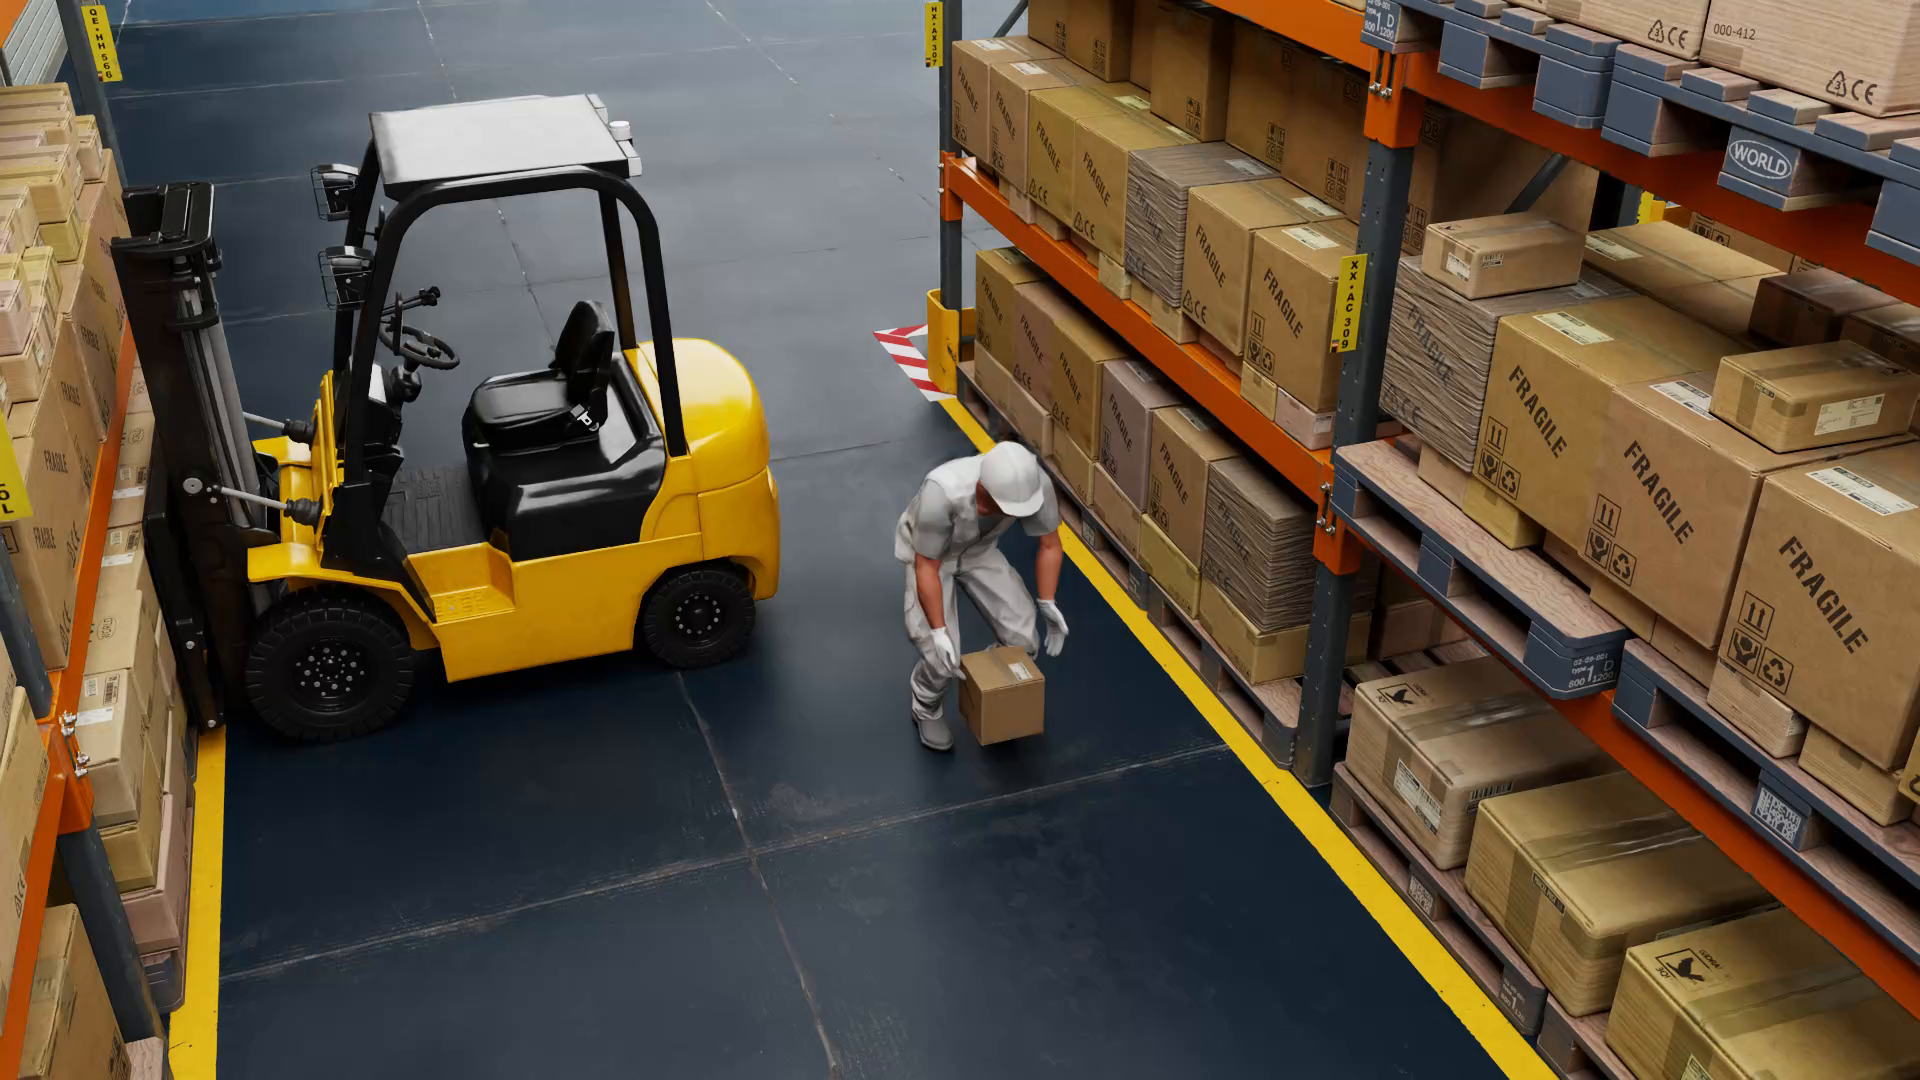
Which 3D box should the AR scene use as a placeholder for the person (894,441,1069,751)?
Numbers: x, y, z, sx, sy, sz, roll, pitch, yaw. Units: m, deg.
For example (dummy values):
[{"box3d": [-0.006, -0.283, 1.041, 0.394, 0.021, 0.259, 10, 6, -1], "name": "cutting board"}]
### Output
[{"box3d": [0.075, 0.159, 6.235, 0.585, 1.384, 0.780, -11, 31, -19], "name": "person"}]
